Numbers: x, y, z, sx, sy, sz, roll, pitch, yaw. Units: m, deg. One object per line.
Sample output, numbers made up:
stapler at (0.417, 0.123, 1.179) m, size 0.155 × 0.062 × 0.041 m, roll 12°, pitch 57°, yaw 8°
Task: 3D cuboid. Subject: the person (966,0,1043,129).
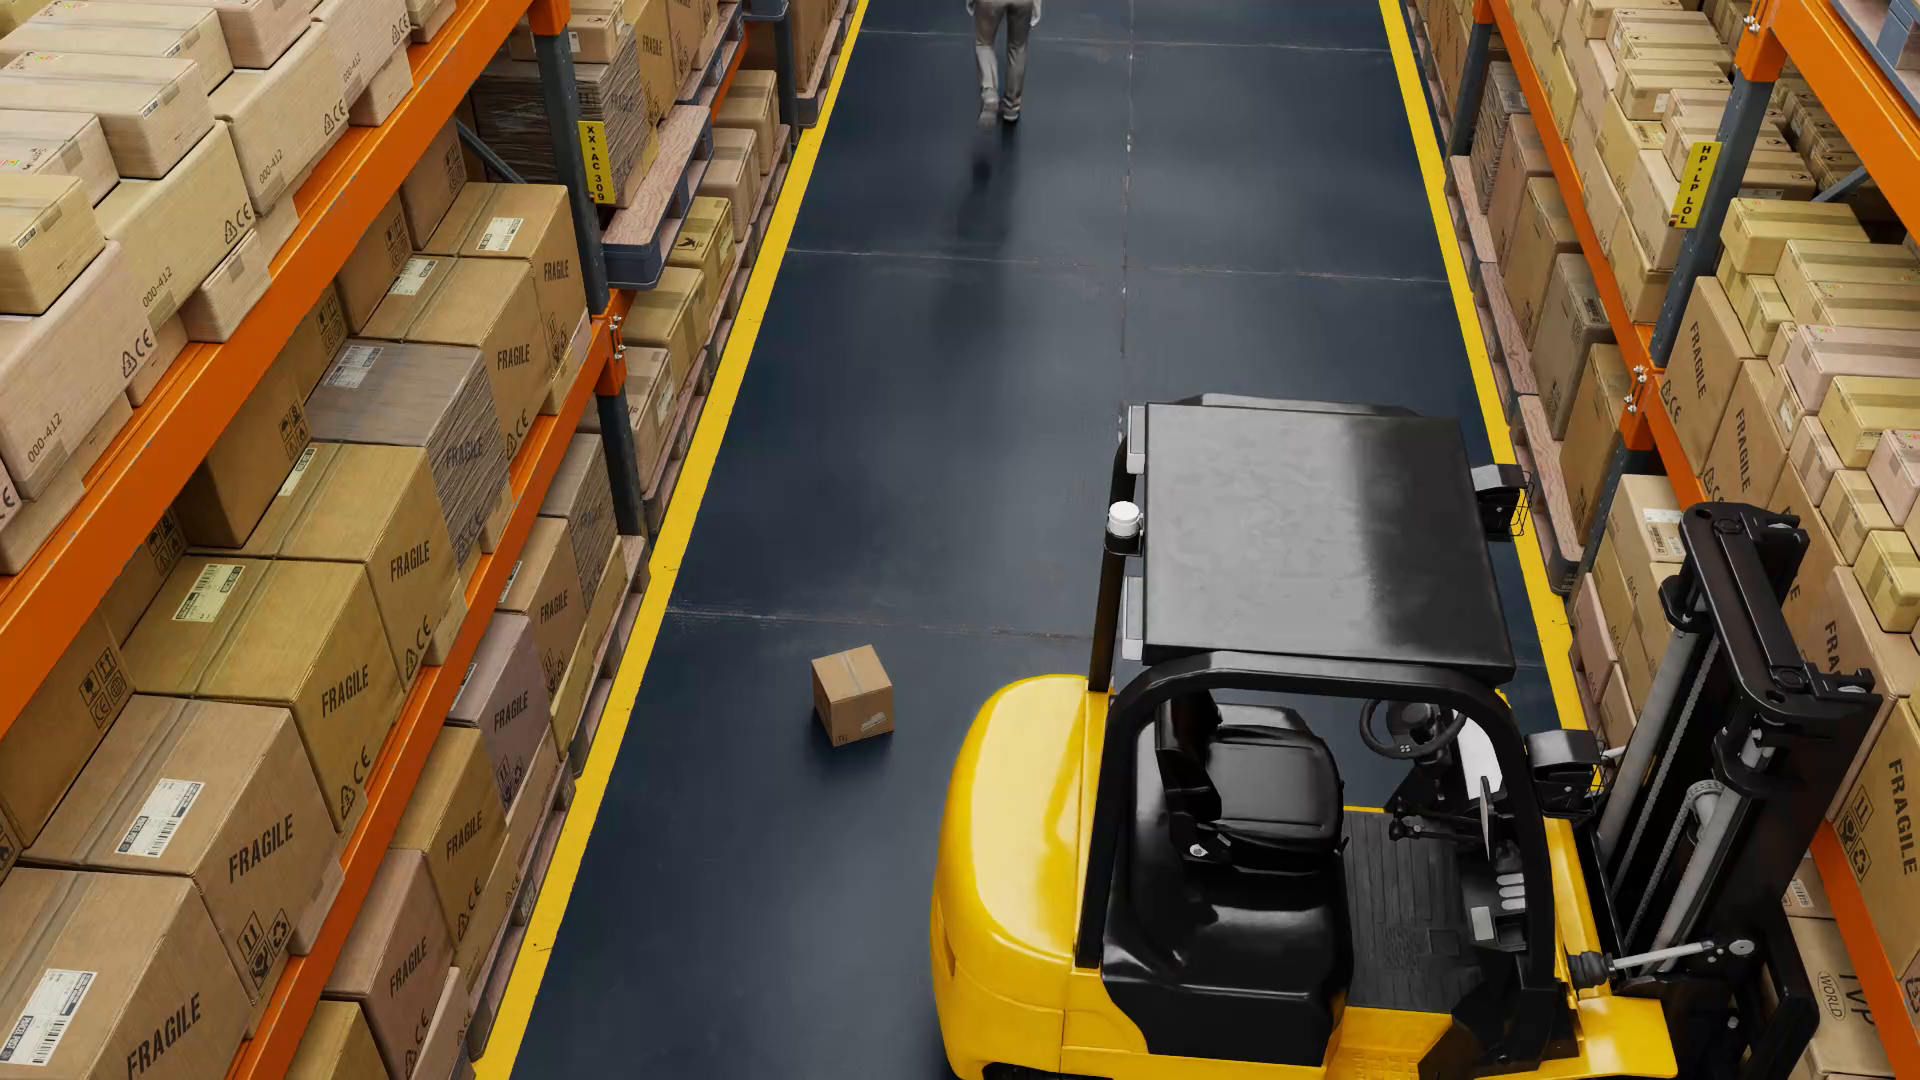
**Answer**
person at (0.272, -3.257, 9.942) m, size 0.486 × 1.676 × 0.636 m, roll 0°, pitch 40°, yaw 0°
